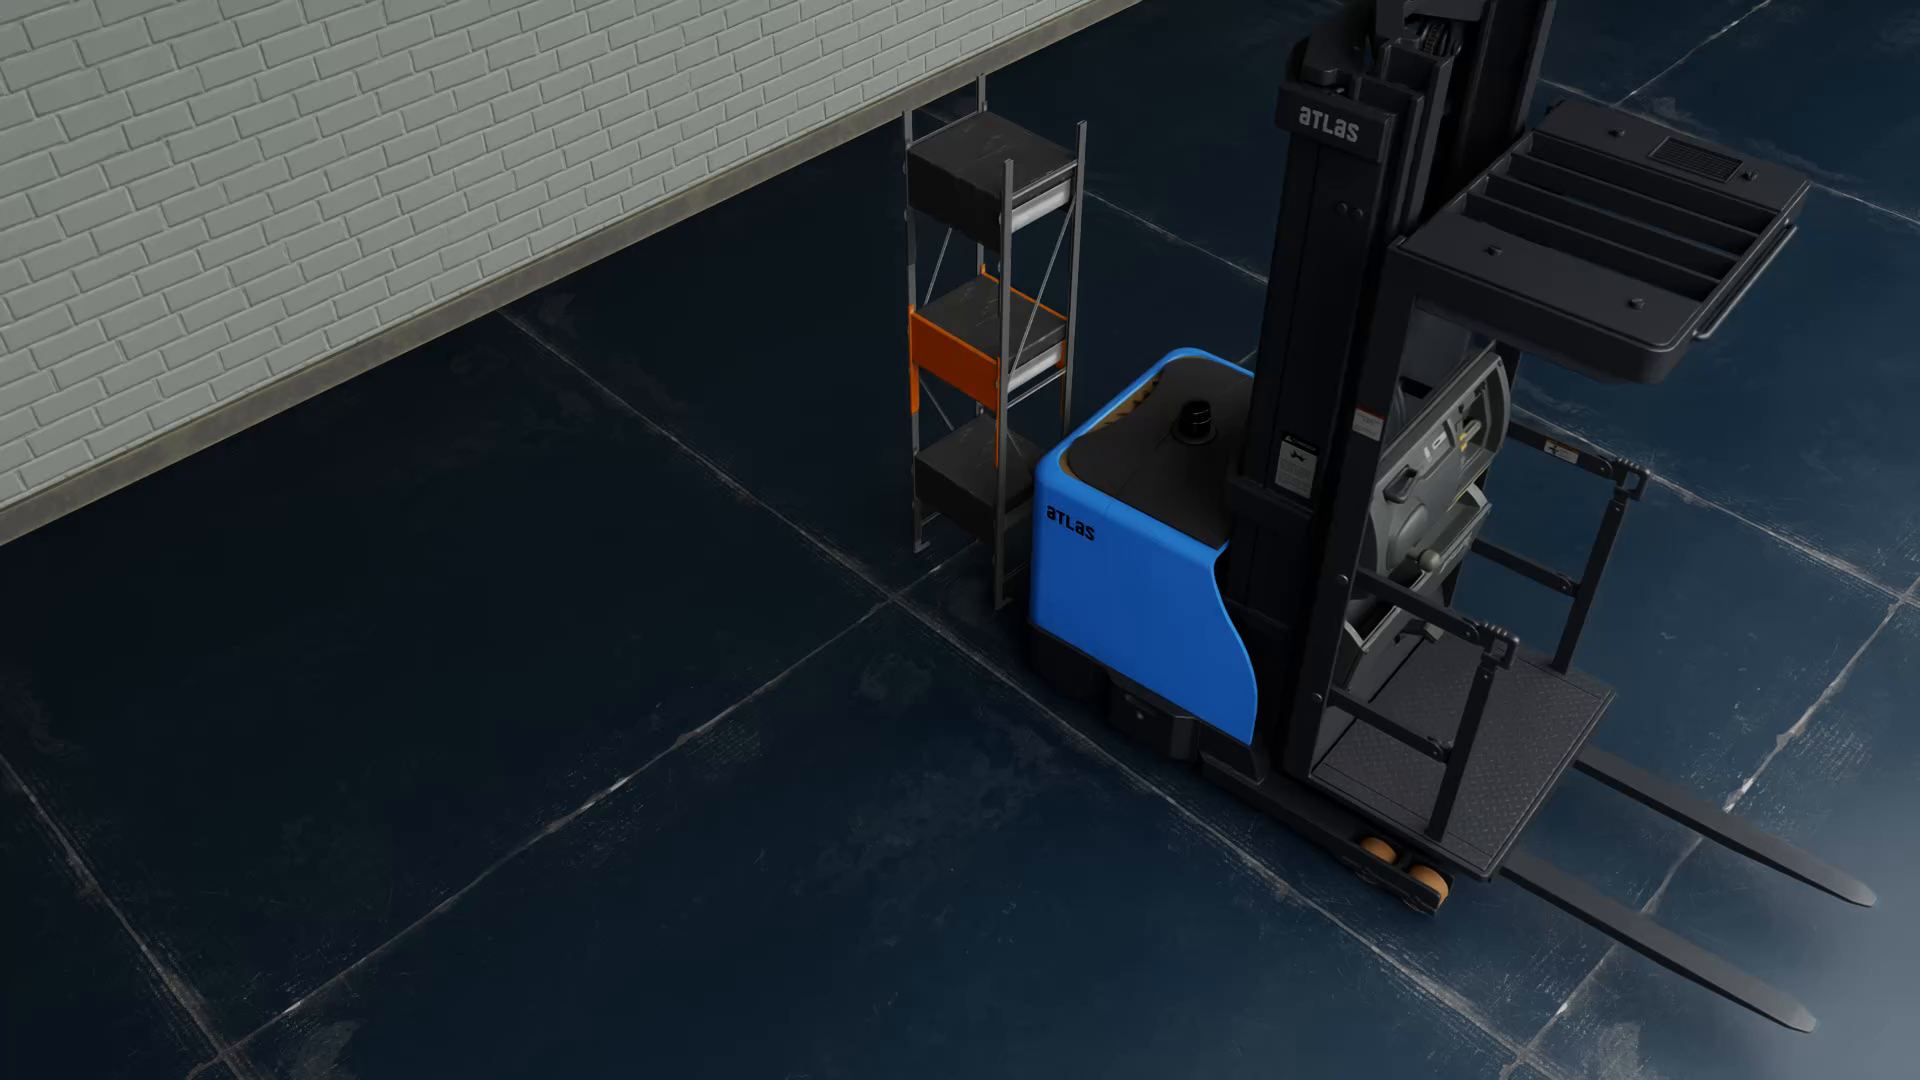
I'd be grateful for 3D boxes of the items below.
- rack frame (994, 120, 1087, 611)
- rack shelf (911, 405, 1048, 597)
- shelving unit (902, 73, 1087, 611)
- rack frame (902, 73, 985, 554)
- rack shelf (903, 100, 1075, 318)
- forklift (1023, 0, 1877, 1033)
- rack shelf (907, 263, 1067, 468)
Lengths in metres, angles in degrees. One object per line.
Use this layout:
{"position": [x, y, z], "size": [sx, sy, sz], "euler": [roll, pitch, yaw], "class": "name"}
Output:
{"position": [0.289, -0.574, 6.324], "size": [0.400, 2.100, 0.015], "euler": [-34, 53, -31], "class": "rack frame"}
{"position": [0.117, -0.167, 6.936], "size": [0.431, 0.518, 0.480], "euler": [-34, 53, -31], "class": "rack shelf"}
{"position": [0.117, -0.692, 6.451], "size": [0.431, 2.100, 0.503], "euler": [-34, 53, -31], "class": "shelving unit"}
{"position": [-0.055, -0.809, 6.578], "size": [0.400, 2.100, 0.015], "euler": [-34, 53, -31], "class": "rack frame"}
{"position": [0.117, -1.196, 5.986], "size": [0.431, 0.518, 0.480], "euler": [-34, 53, -31], "class": "rack shelf"}
{"position": [1.716, -0.182, 5.287], "size": [3.031, 2.935, 1.130], "euler": [29, 50, 28], "class": "forklift"}
{"position": [0.117, -0.682, 6.461], "size": [0.431, 0.518, 0.480], "euler": [-34, 53, -31], "class": "rack shelf"}
